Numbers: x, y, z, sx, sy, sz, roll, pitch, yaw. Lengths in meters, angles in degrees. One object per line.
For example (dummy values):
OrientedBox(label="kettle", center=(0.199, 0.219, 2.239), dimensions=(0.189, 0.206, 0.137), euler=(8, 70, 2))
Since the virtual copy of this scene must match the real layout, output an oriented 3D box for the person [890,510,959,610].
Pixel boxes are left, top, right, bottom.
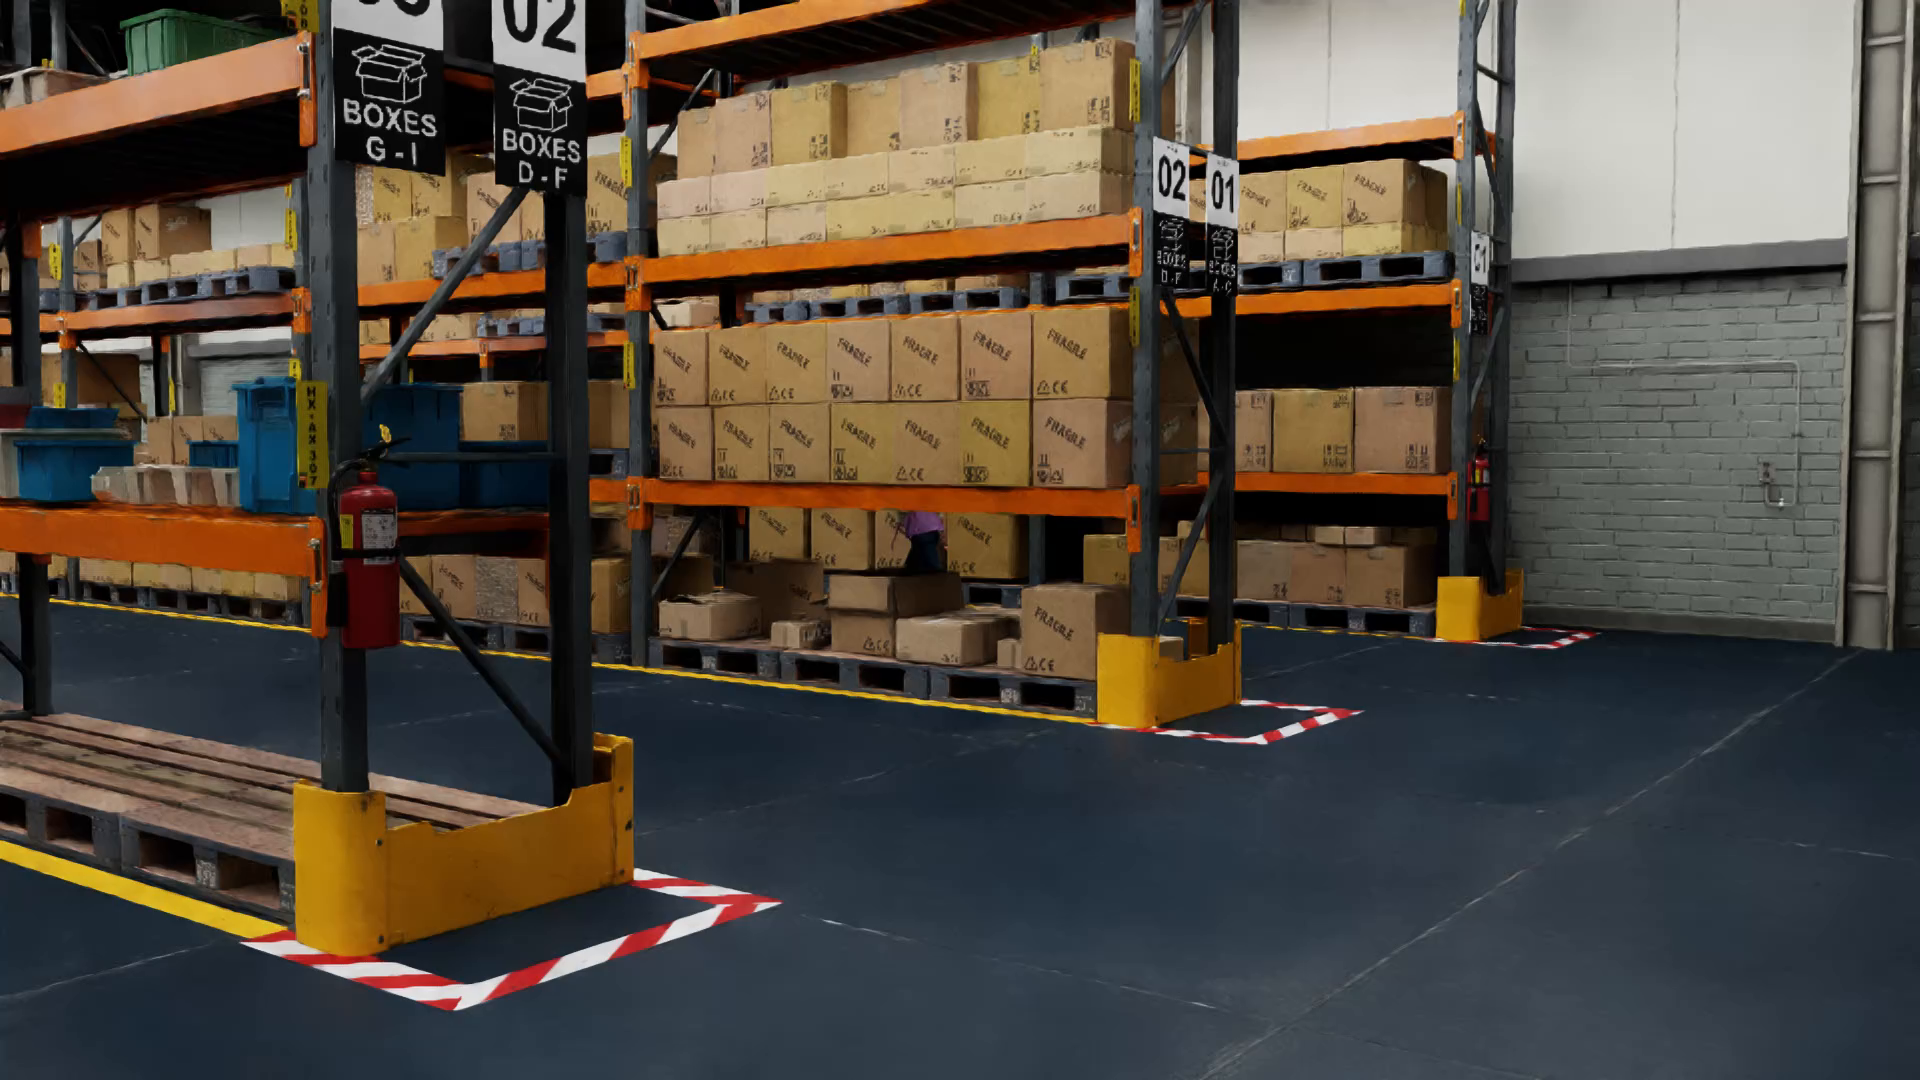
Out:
OrientedBox(label="person", center=(-0.366, -0.054, 14.009), dimensions=(0.908, 1.525, 0.435), euler=(2, 4, 28))
